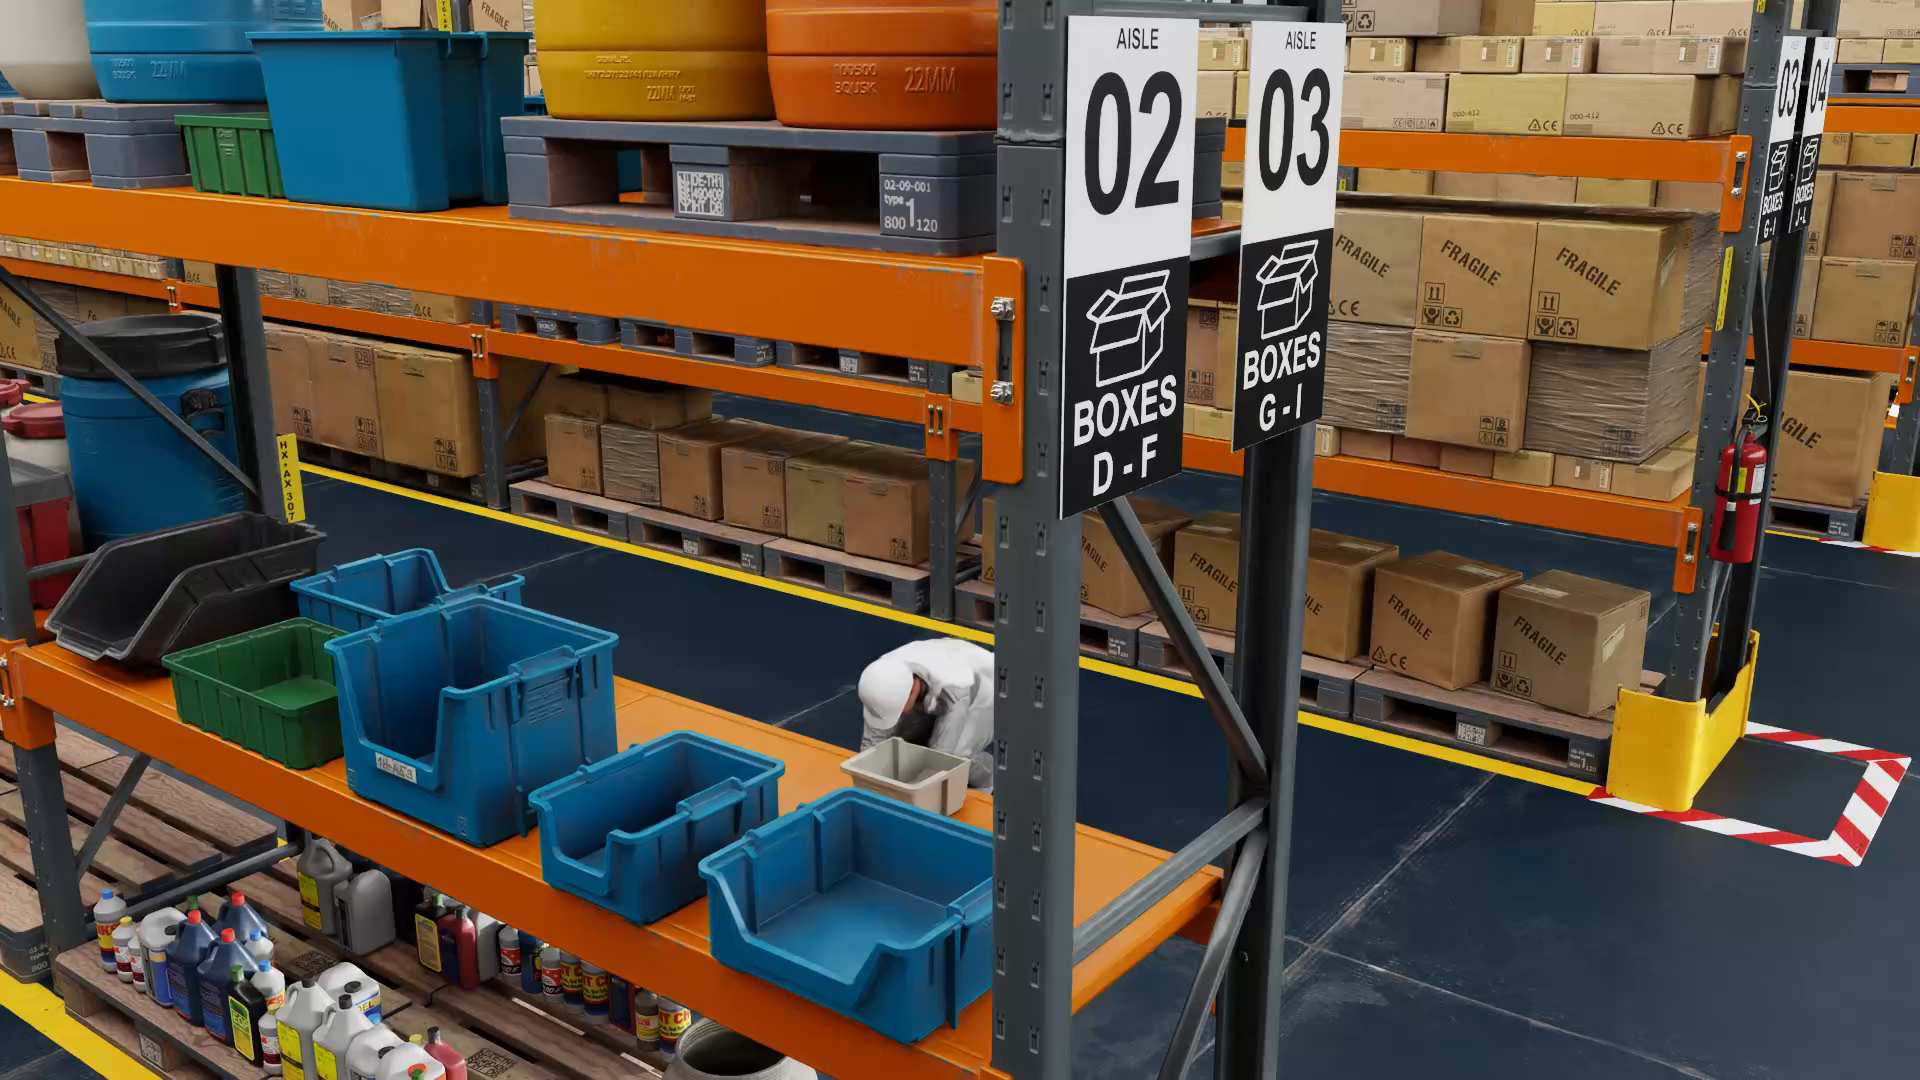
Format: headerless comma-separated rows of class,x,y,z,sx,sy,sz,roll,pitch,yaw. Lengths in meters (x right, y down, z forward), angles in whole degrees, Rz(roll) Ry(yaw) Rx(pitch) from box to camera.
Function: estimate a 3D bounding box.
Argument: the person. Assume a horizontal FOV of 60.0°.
person,-0.129,0.806,7.133,0.526,0.860,0.953,12,20,35
